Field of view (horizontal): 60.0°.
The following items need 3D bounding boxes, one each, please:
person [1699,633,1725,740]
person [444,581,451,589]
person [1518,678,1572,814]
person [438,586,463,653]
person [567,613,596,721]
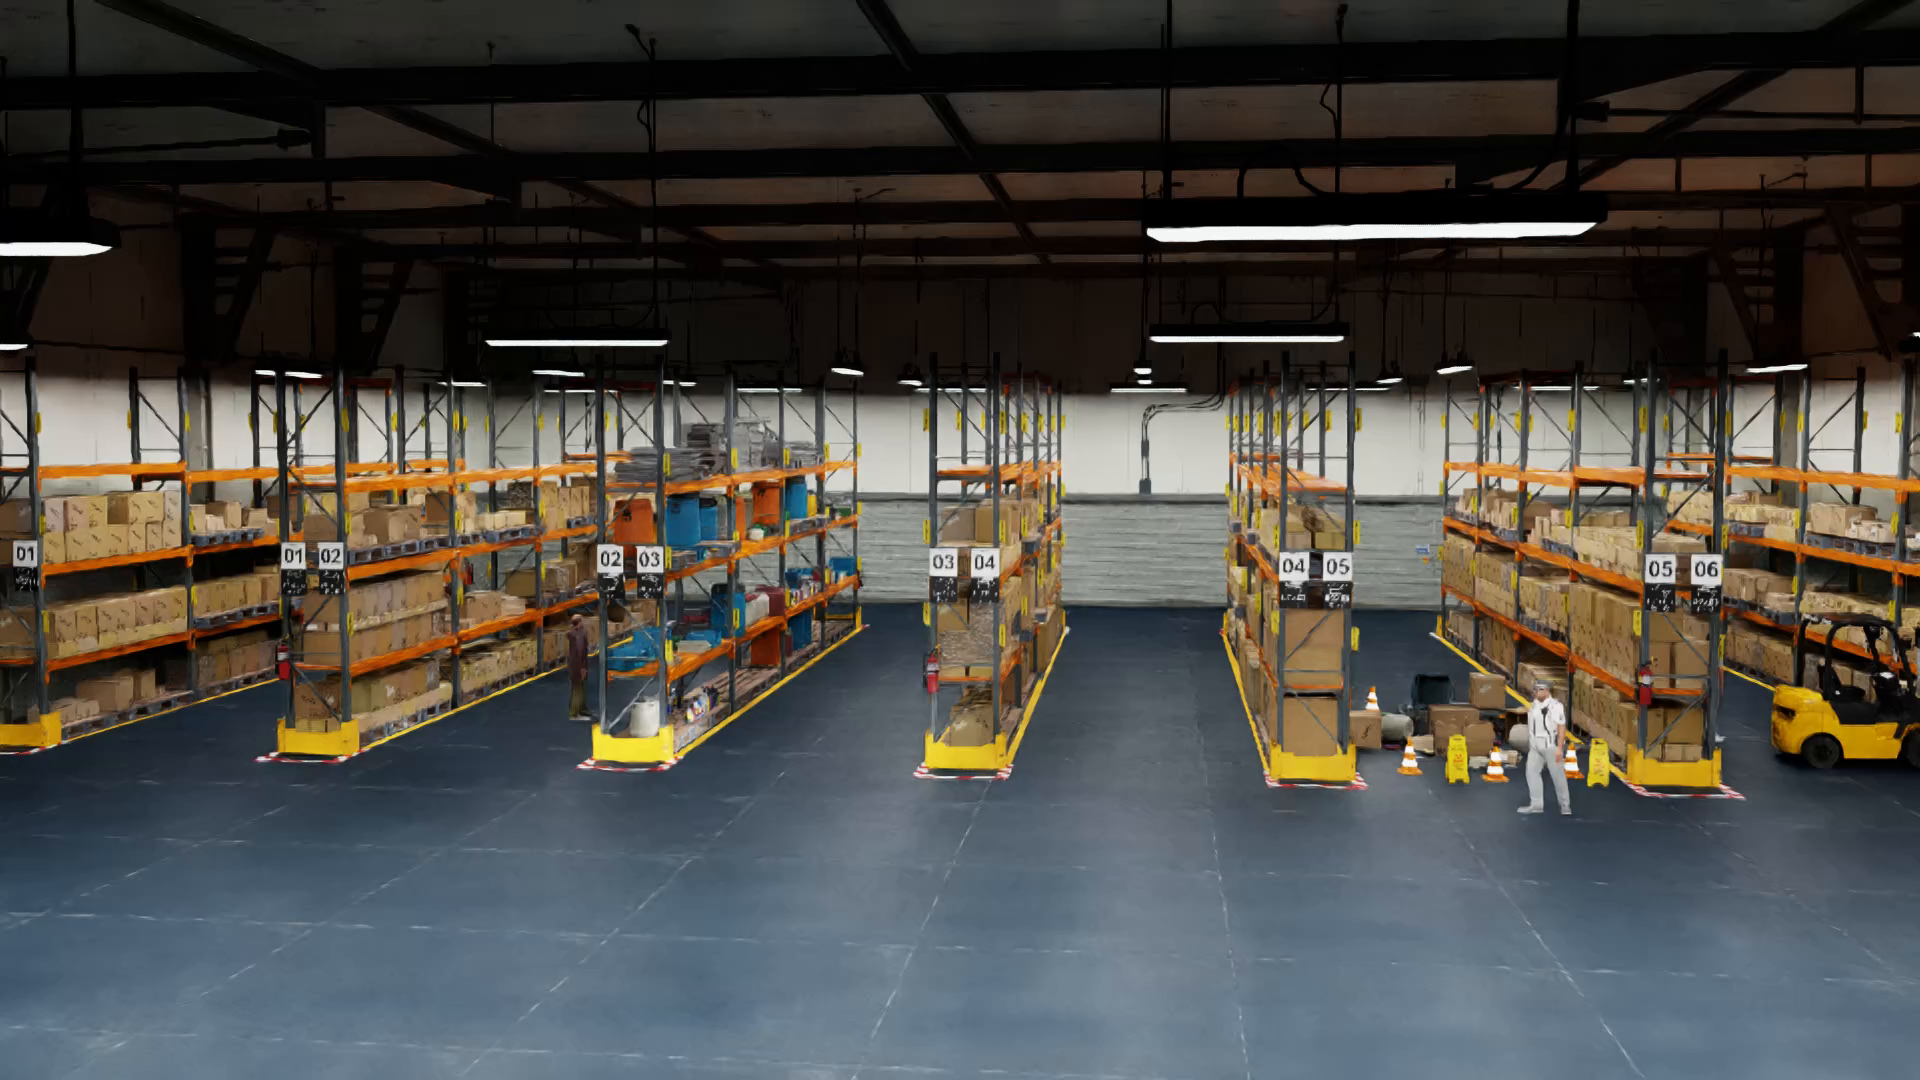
[{"bbox_3d":[11.893,2.291,26.269,0.451,1.679,0.540,-2,4,-21],"label":"person"},{"bbox_3d":[-13.192,1.086,42.800,0.565,1.785,0.608,4,6,44],"label":"person"},{"bbox_3d":[7.515,2.634,21.250,0.585,1.744,0.597,-2,5,-28],"label":"person"},{"bbox_3d":[-10.849,1.731,35.381,0.416,1.525,1.034,0,4,5],"label":"person"},{"bbox_3d":[-6.371,2.119,27.973,0.514,1.785,0.638,-2,4,-24],"label":"person"}]
